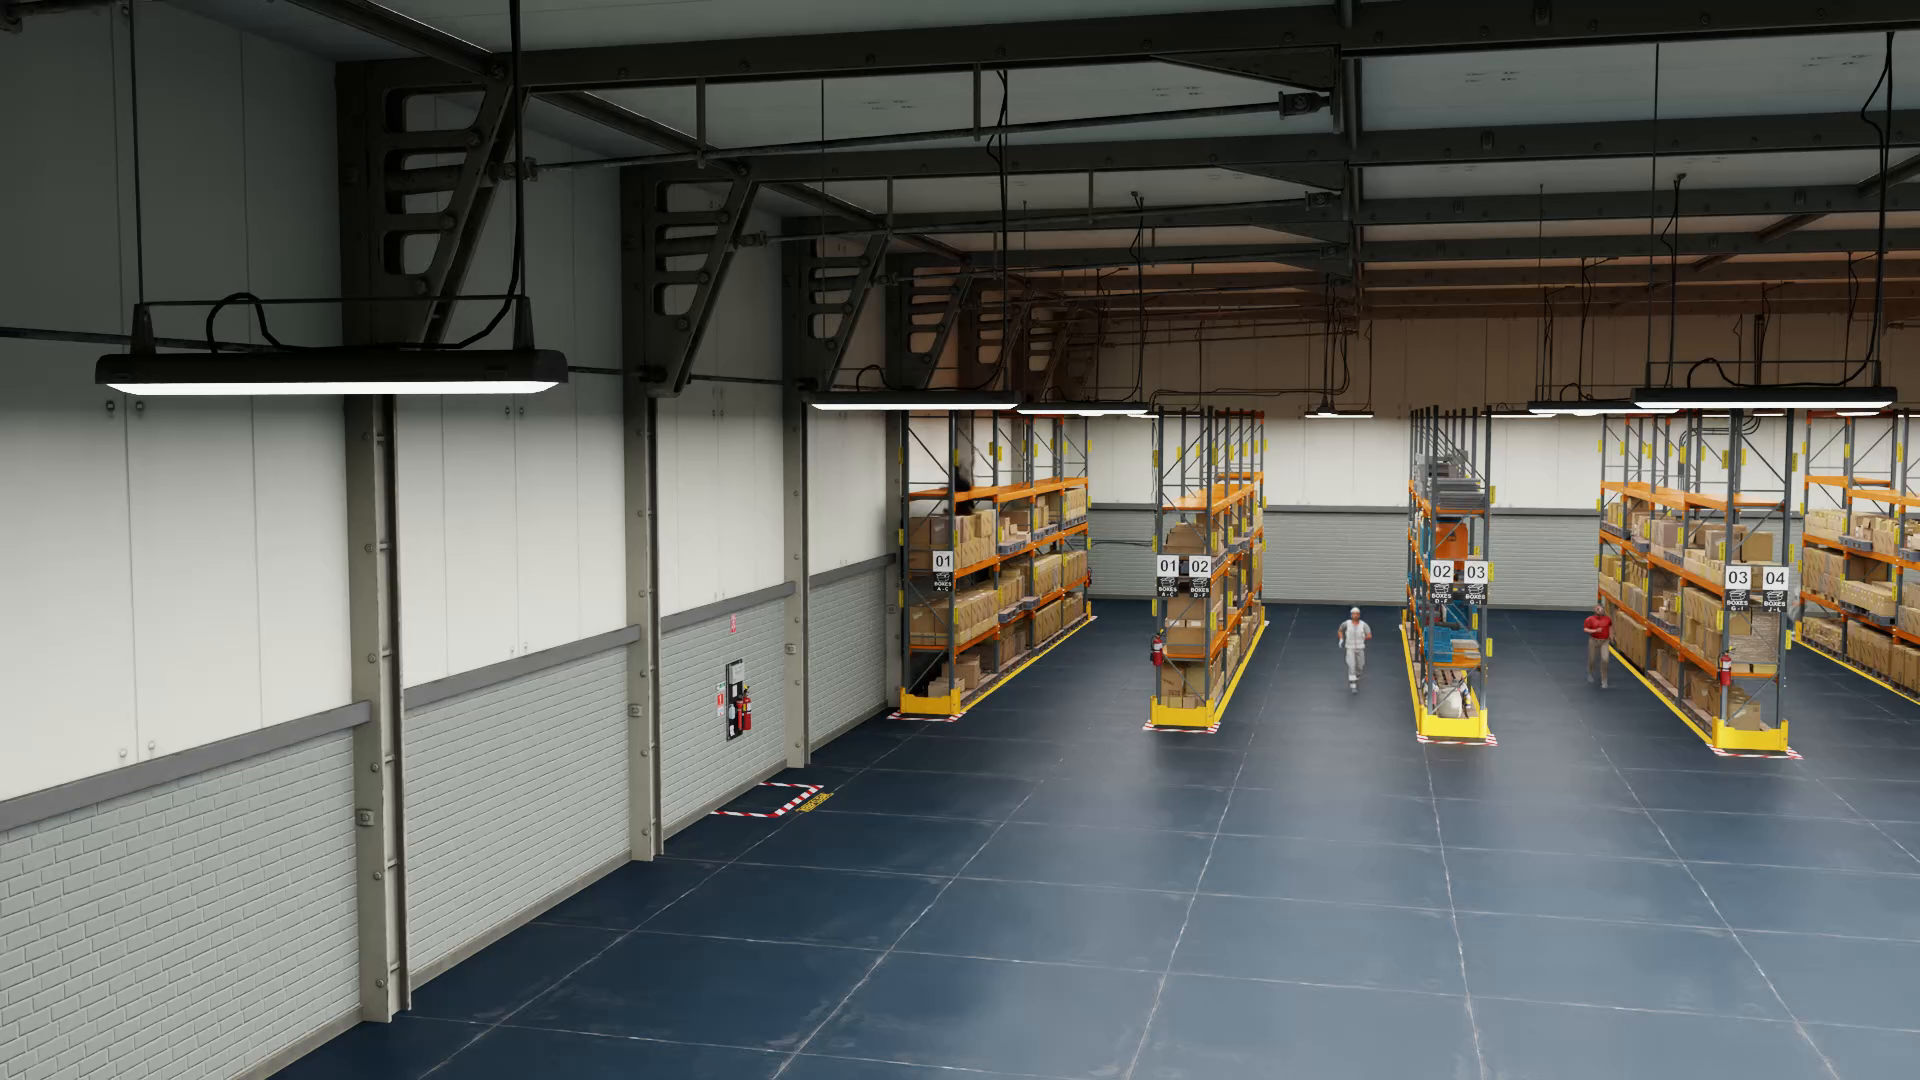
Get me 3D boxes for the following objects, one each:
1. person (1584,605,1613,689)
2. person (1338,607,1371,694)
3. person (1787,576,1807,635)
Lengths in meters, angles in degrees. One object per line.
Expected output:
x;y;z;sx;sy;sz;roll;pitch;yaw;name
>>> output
13.780;2.283;35.896;0.641;1.784;0.845;1;4;11;person
8.308;2.298;34.971;0.661;1.765;1.002;0;4;5;person
22.395;1.736;44.342;0.526;1.617;0.620;-1;4;-8;person
